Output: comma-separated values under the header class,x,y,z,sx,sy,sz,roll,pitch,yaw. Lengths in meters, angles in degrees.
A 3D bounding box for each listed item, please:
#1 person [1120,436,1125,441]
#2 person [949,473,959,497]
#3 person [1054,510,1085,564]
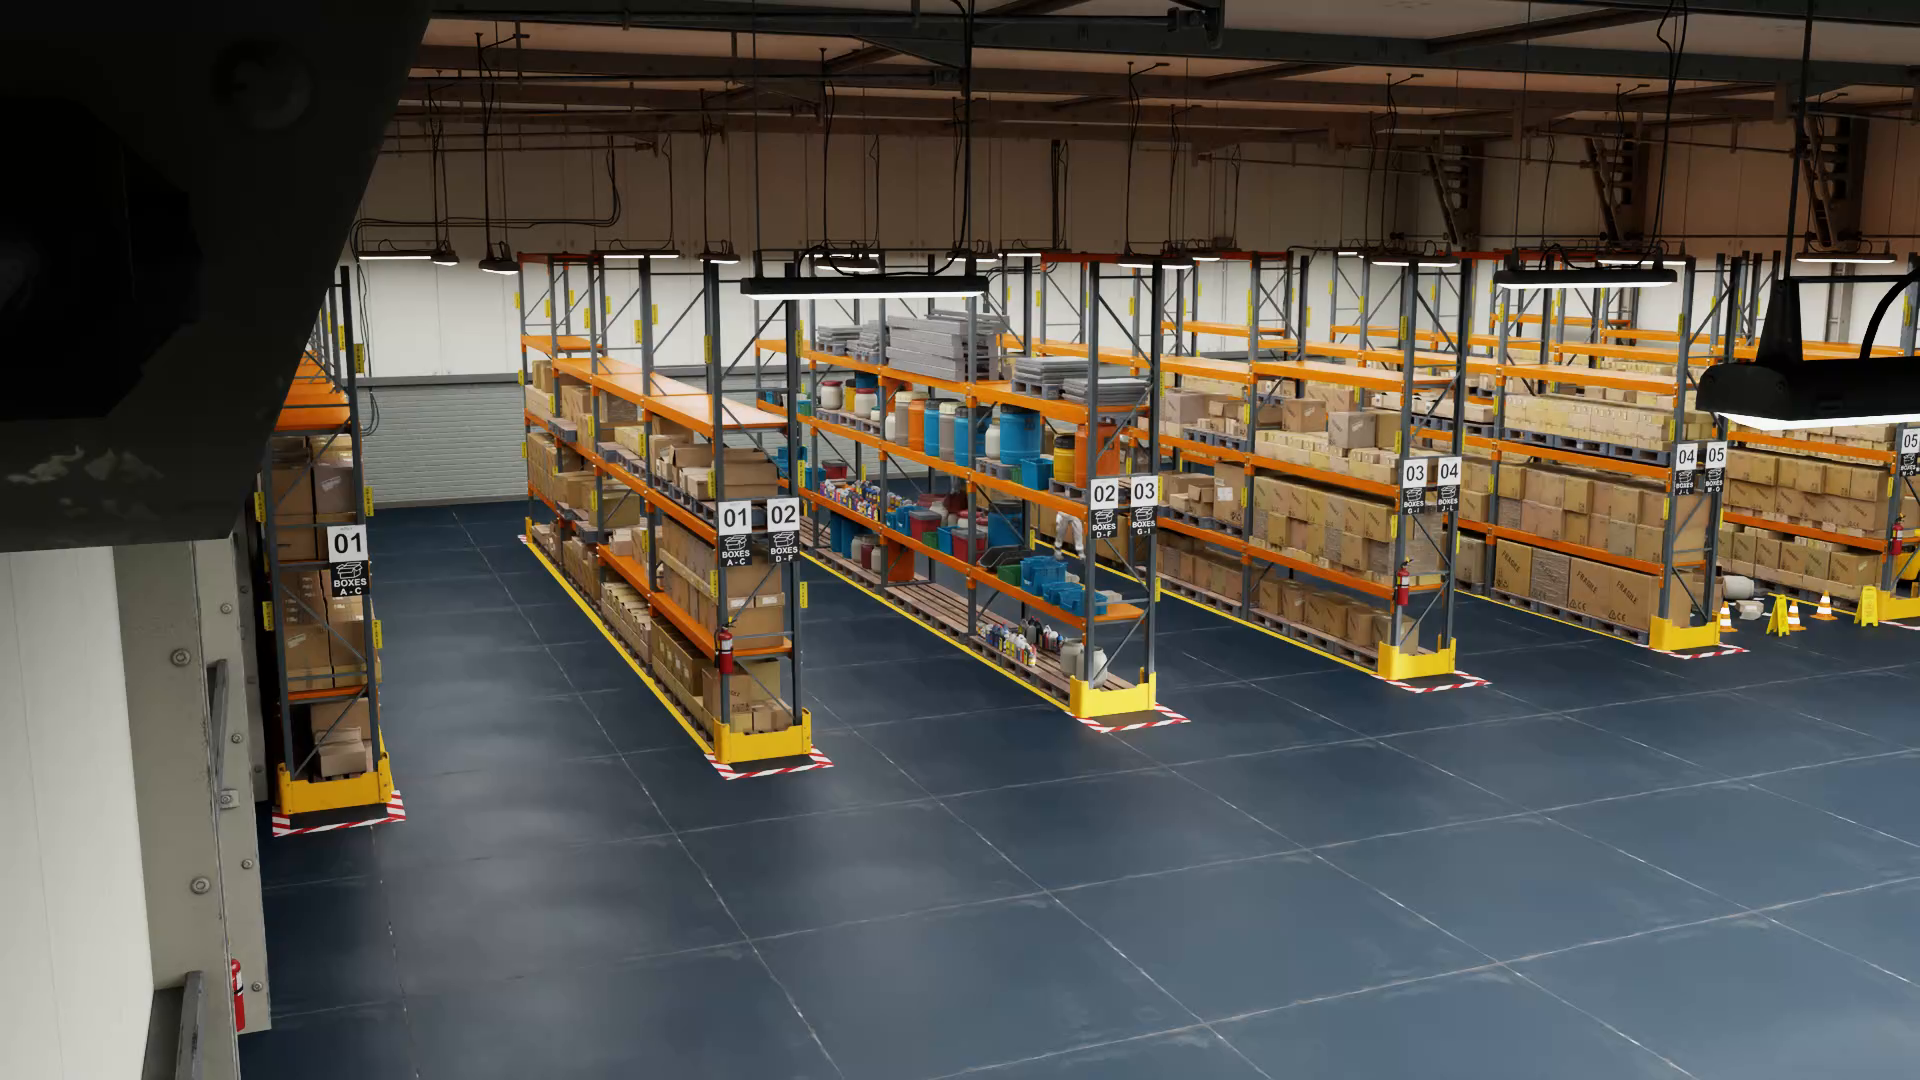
class,x,y,z,sx,sy,sz,roll,pitch,yaw
person,3.840,-2.005,41.137,0.932,1.744,0.731,-4,11,-20
person,-0.170,-1.870,40.754,0.434,1.615,0.420,4,11,19
person,2.096,-0.443,30.928,0.687,1.728,1.009,-4,11,-23
